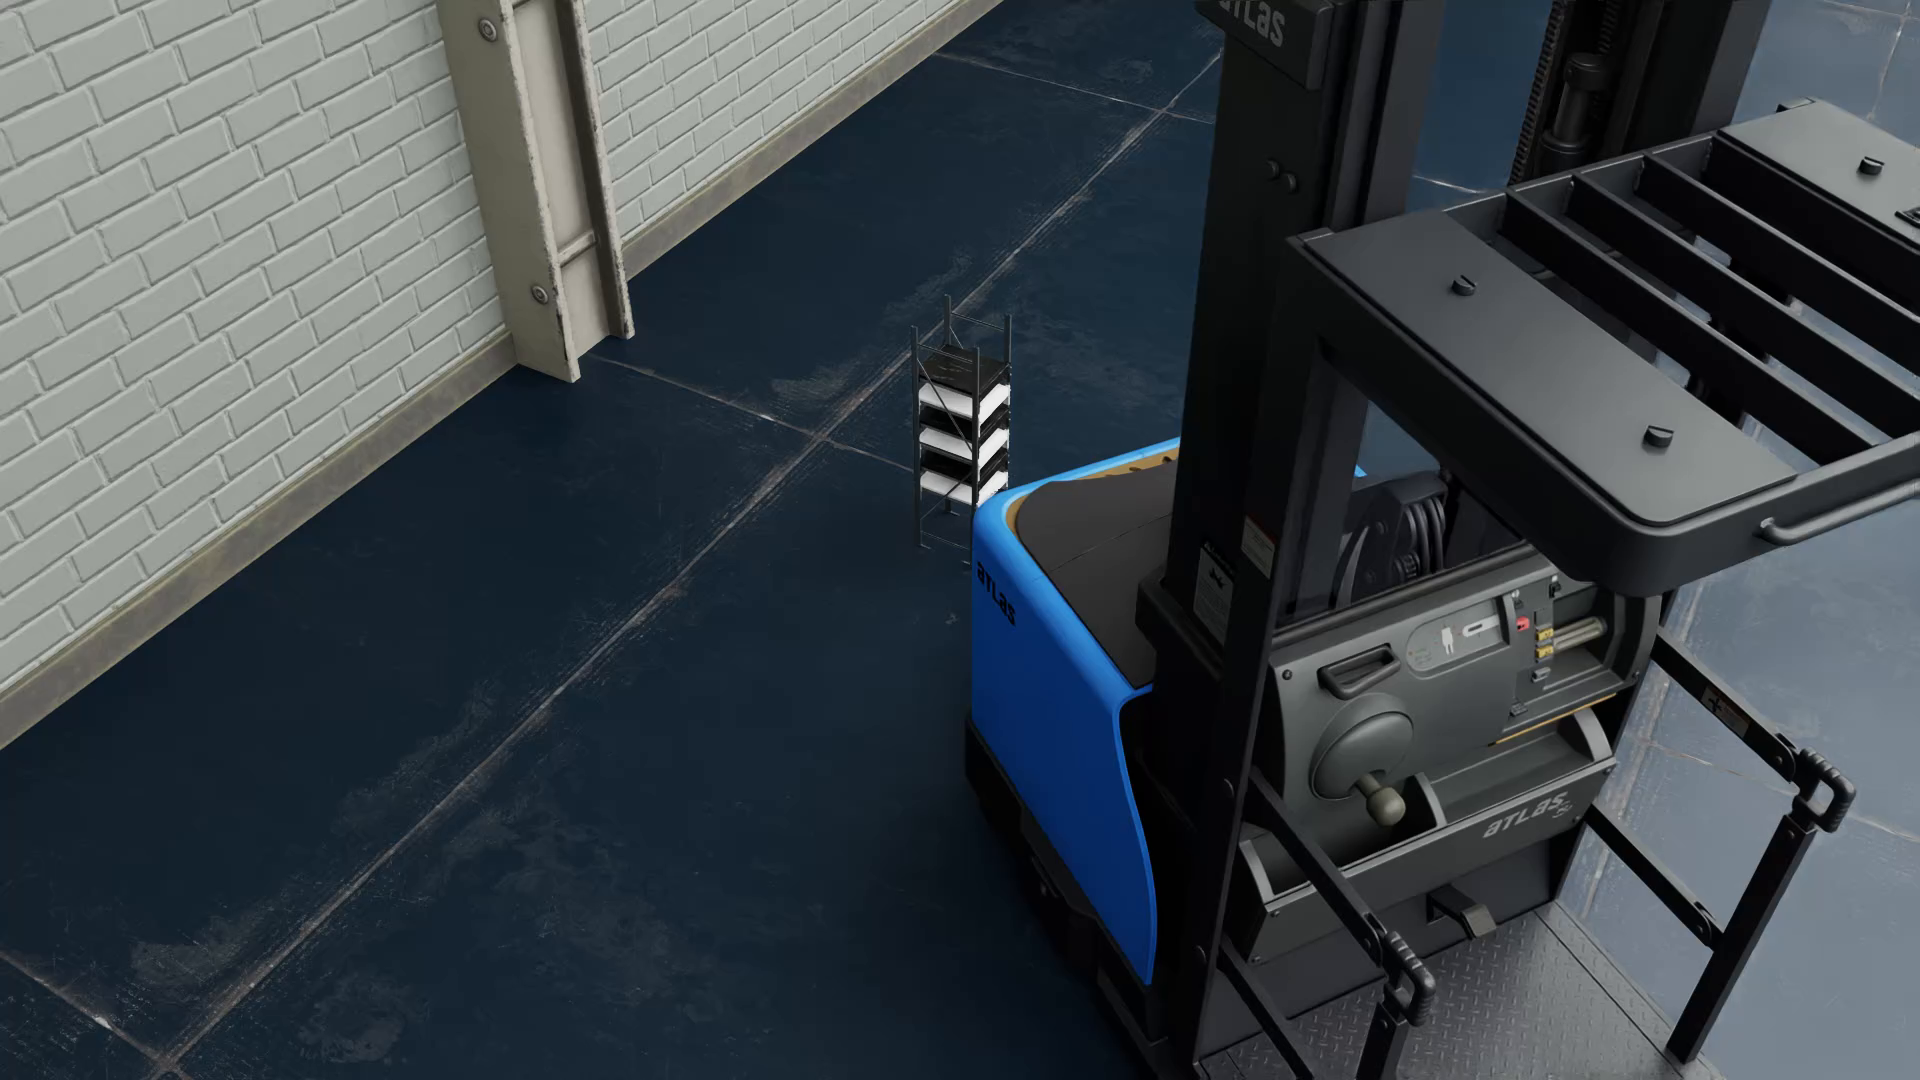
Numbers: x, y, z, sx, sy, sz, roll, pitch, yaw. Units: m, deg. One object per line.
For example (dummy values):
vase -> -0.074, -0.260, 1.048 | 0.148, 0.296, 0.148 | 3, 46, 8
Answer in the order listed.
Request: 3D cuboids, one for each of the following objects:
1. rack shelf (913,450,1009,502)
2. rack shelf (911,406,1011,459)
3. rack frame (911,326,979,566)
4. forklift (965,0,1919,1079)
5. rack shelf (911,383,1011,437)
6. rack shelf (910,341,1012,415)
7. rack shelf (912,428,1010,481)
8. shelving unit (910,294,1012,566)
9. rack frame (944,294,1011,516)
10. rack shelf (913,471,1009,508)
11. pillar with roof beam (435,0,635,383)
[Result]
rack shelf -> 0.004, -0.250, 5.539 | 0.258, 0.077, 0.200 | 21, 45, 22
rack shelf -> 0.004, -0.385, 5.420 | 0.258, 0.077, 0.200 | 21, 45, 22
rack frame -> -0.047, -0.284, 5.392 | 0.240, 0.900, 0.006 | 21, 45, 22
forklift -> 1.109, 0.343, 3.142 | 1.130, 2.935, 3.031 | -18, 44, -19
rack shelf -> 0.004, -0.452, 5.361 | 0.258, 0.077, 0.200 | 21, 45, 22
rack shelf -> 0.004, -0.520, 5.301 | 0.258, 0.077, 0.200 | 21, 45, 22
rack shelf -> 0.004, -0.317, 5.480 | 0.258, 0.077, 0.200 | 21, 45, 22
shelving unit -> 0.004, -0.342, 5.458 | 0.258, 0.900, 0.210 | 21, 45, 22
rack frame -> 0.055, -0.401, 5.524 | 0.240, 0.900, 0.006 | 21, 45, 22
rack shelf -> 0.004, -0.182, 5.599 | 0.258, 0.077, 0.200 | 21, 45, 22
pillar with roof beam -> 2.191, -2.725, 2.035 | 9.100, 9.000, 0.400 | 21, 45, 22
